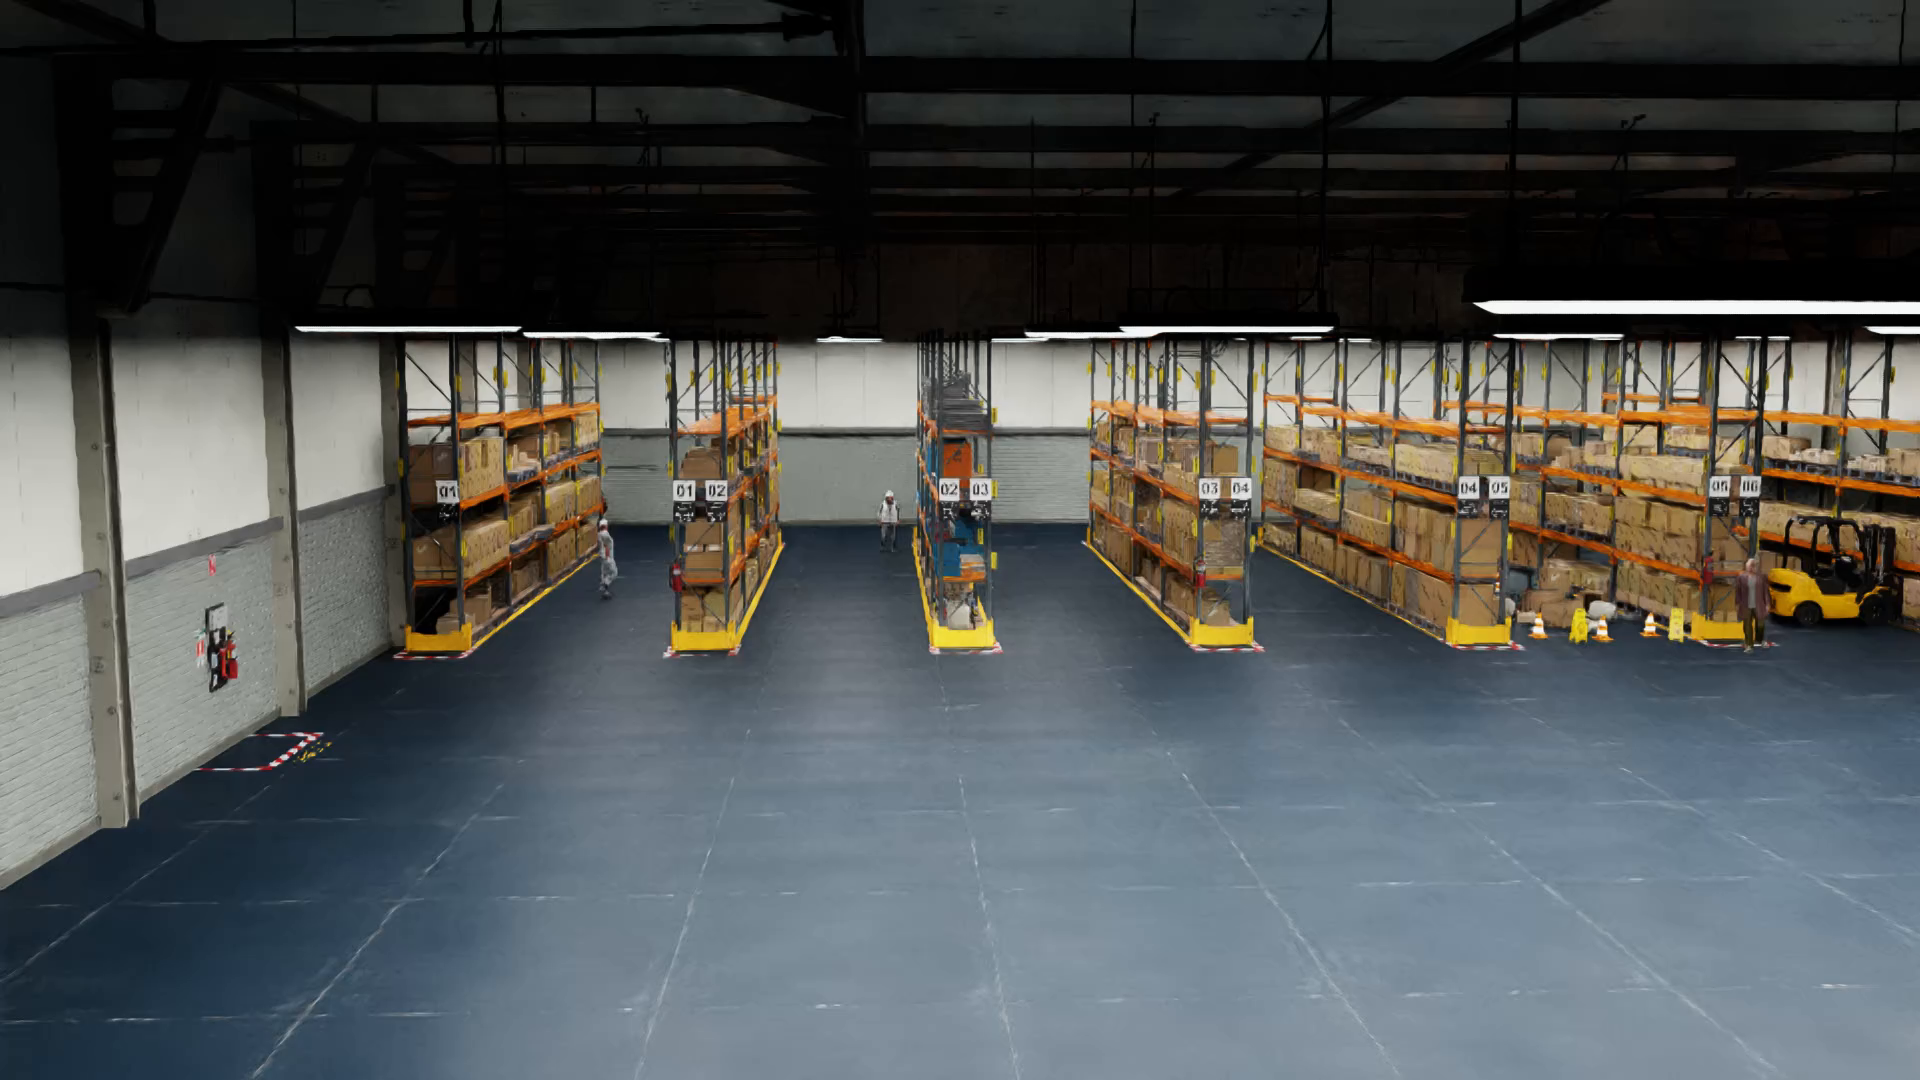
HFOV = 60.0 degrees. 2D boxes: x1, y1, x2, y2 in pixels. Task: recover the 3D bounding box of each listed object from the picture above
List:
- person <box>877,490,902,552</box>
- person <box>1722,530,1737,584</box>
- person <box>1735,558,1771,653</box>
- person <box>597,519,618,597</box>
[{"bbox_3d":[-1.938,-0.510,45.707,0.677,1.726,0.574,0,7,-4],"label":"person"},{"bbox_3d":[16.552,0.627,35.888,0.586,1.723,0.654,4,8,29],"label":"person"},{"bbox_3d":[14.731,1.209,30.884,0.622,1.772,0.576,4,8,33],"label":"person"},{"bbox_3d":[-8.013,0.412,37.554,0.444,1.786,0.598,-4,8,-29],"label":"person"}]
